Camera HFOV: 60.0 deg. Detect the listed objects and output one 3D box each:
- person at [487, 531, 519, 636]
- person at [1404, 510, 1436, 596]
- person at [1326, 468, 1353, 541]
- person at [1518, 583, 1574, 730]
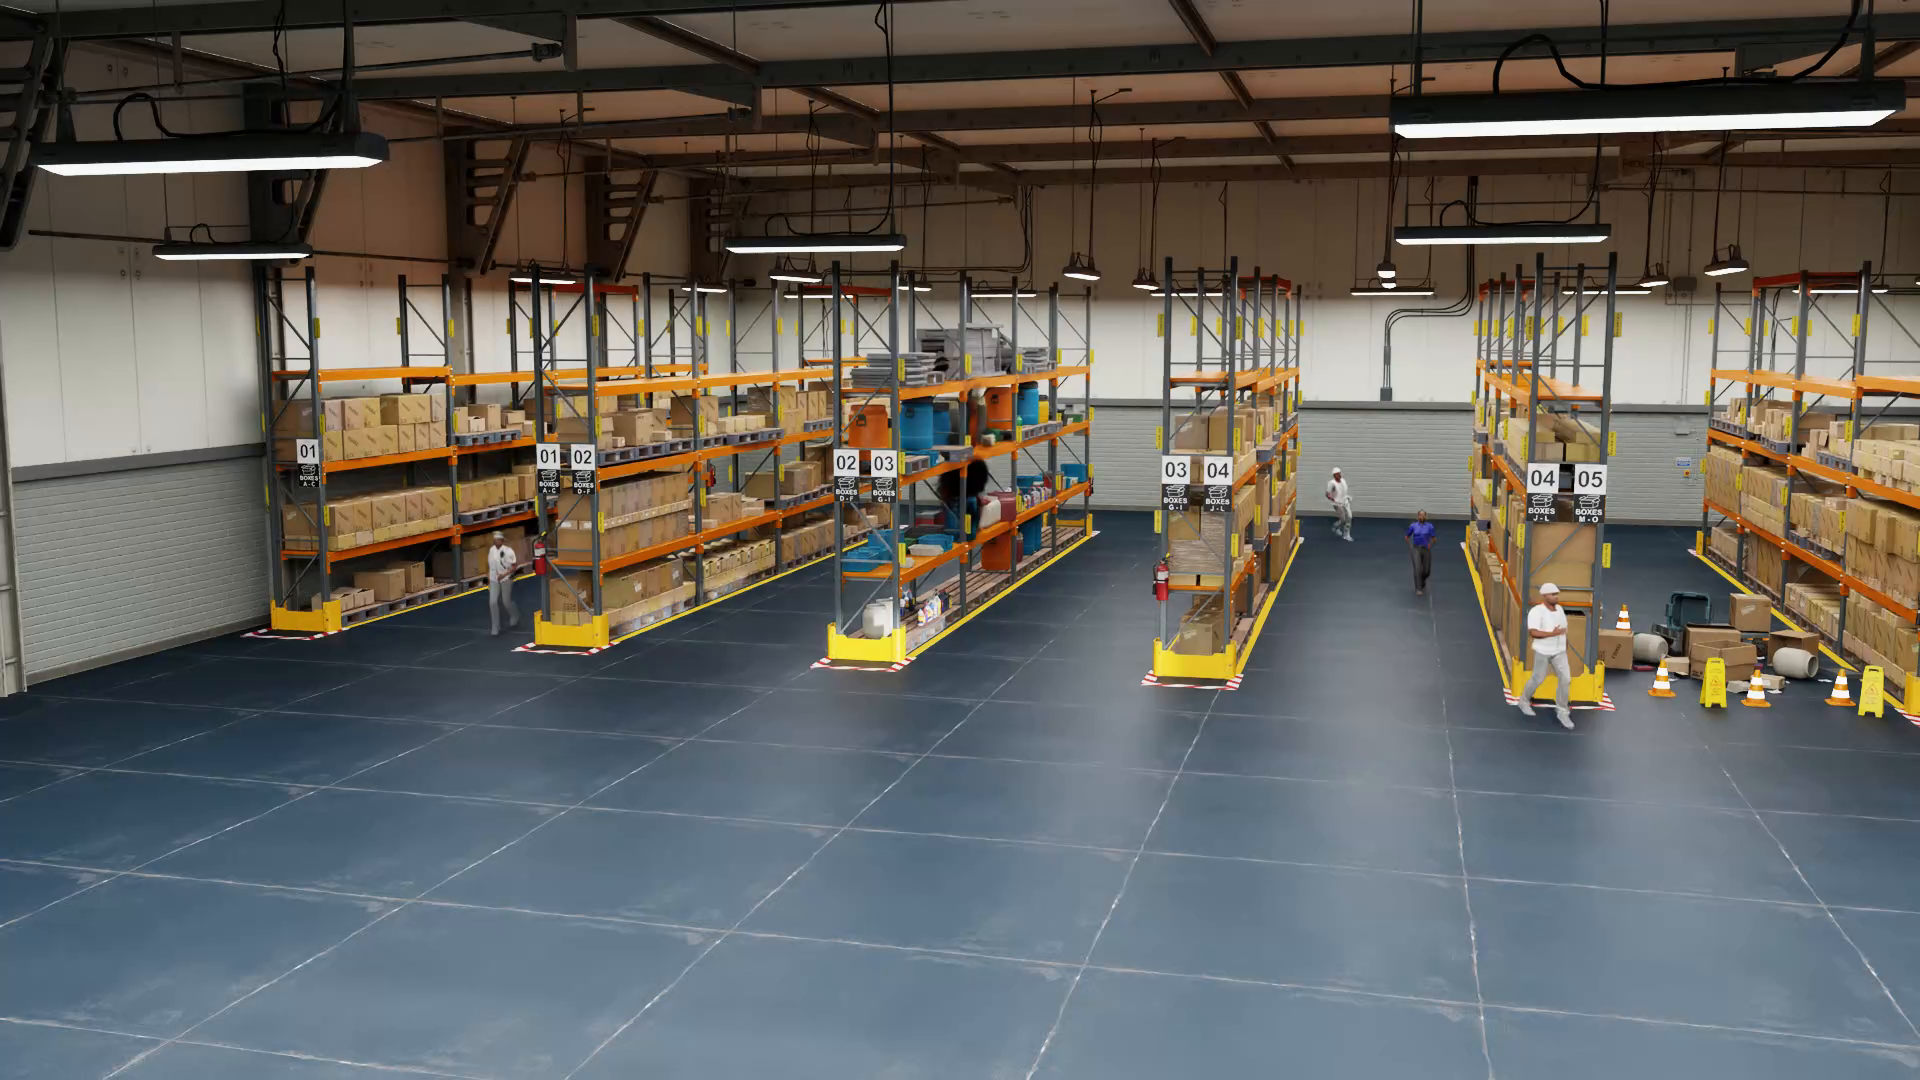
[{"bbox_3d":[-7.586,0.690,27.593,0.577,1.723,0.861,1,7,9],"label":"person"},{"bbox_3d":[8.677,0.240,31.390,0.564,1.581,0.681,1,7,9],"label":"person"},{"bbox_3d":[8.988,-0.851,39.475,0.710,1.736,0.662,-4,8,-31],"label":"person"},{"bbox_3d":[7.472,1.443,21.124,0.675,1.814,0.817,-3,8,-20],"label":"person"}]
